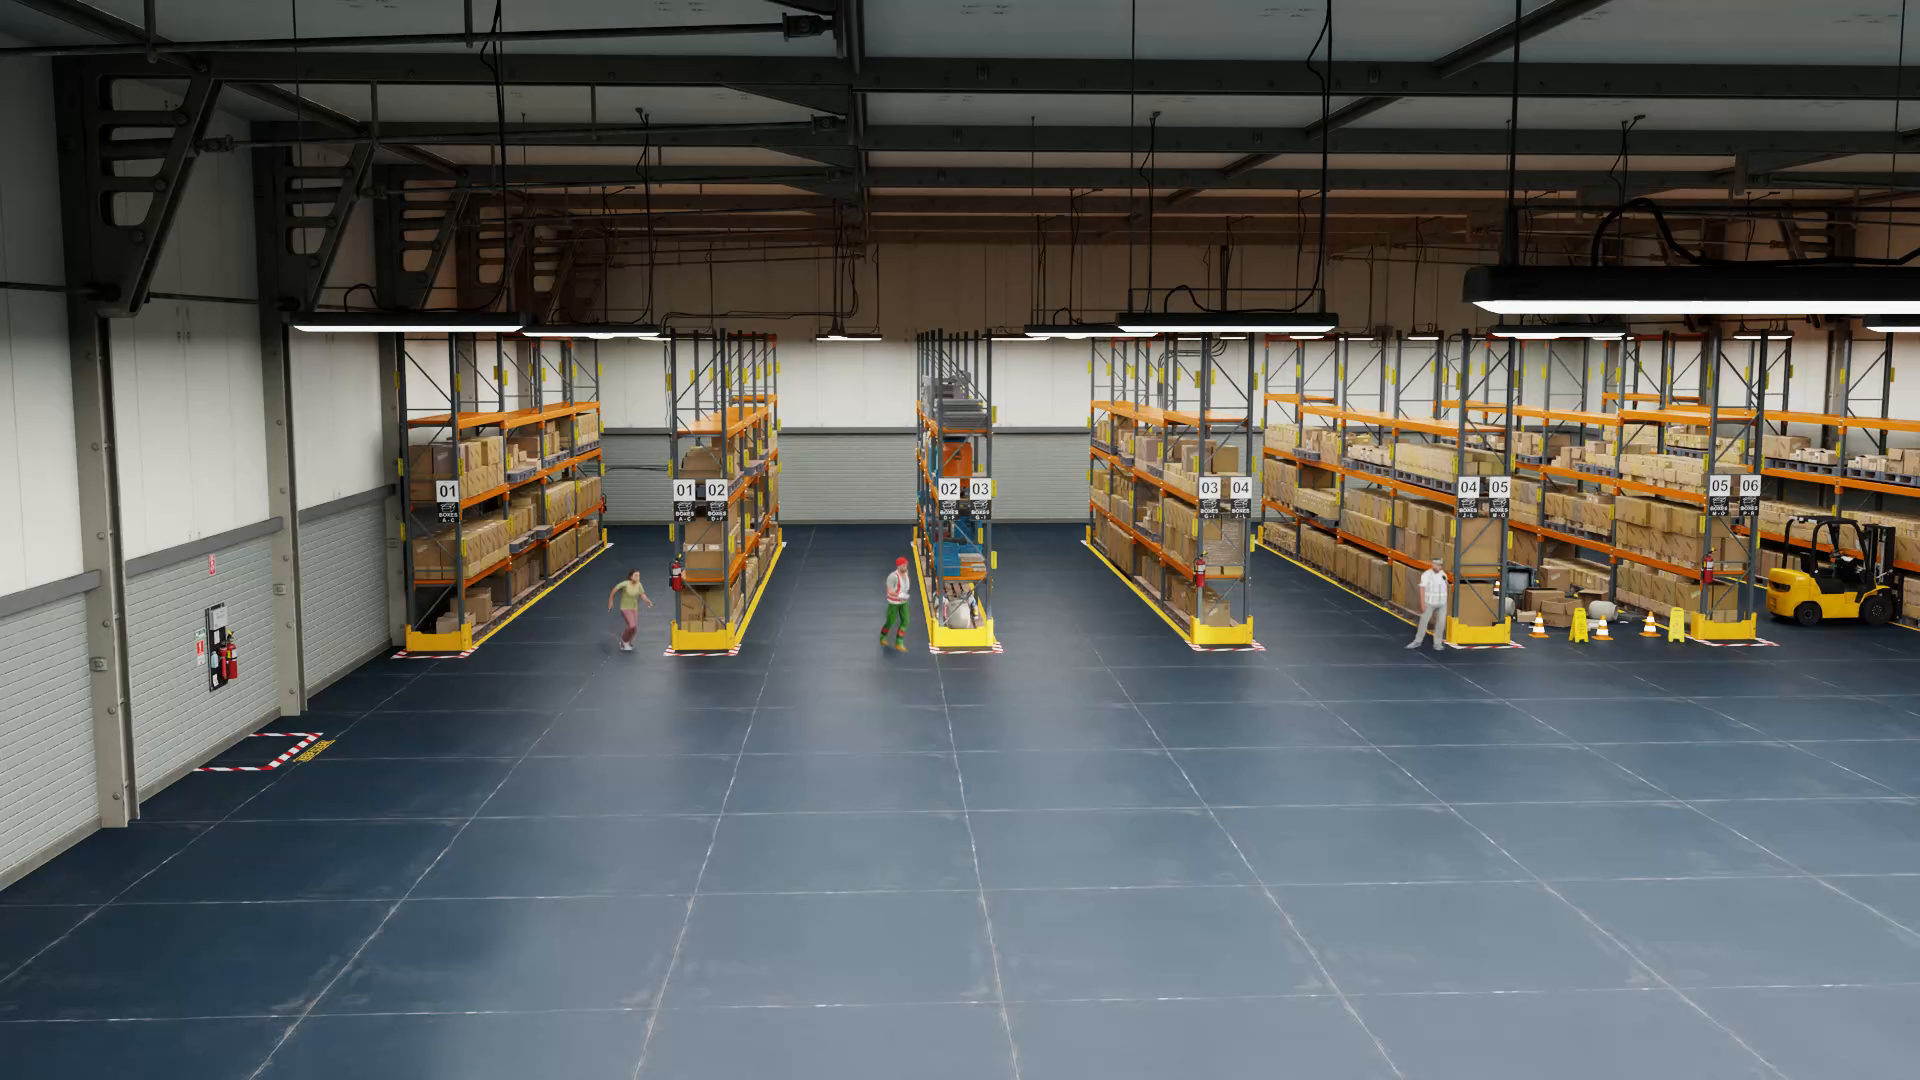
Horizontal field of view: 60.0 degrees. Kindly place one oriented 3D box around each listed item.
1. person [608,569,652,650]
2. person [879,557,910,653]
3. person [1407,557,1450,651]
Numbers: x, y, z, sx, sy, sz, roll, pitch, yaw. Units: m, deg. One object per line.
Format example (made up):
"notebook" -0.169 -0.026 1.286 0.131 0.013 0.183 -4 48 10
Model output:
"person" -6.120 1.306 30.959 0.761 1.565 0.598 6 9 43
"person" -1.230 1.190 31.155 0.655 1.795 0.808 -6 9 -40
"person" 8.798 1.210 31.202 0.719 1.805 0.485 -1 7 -12
